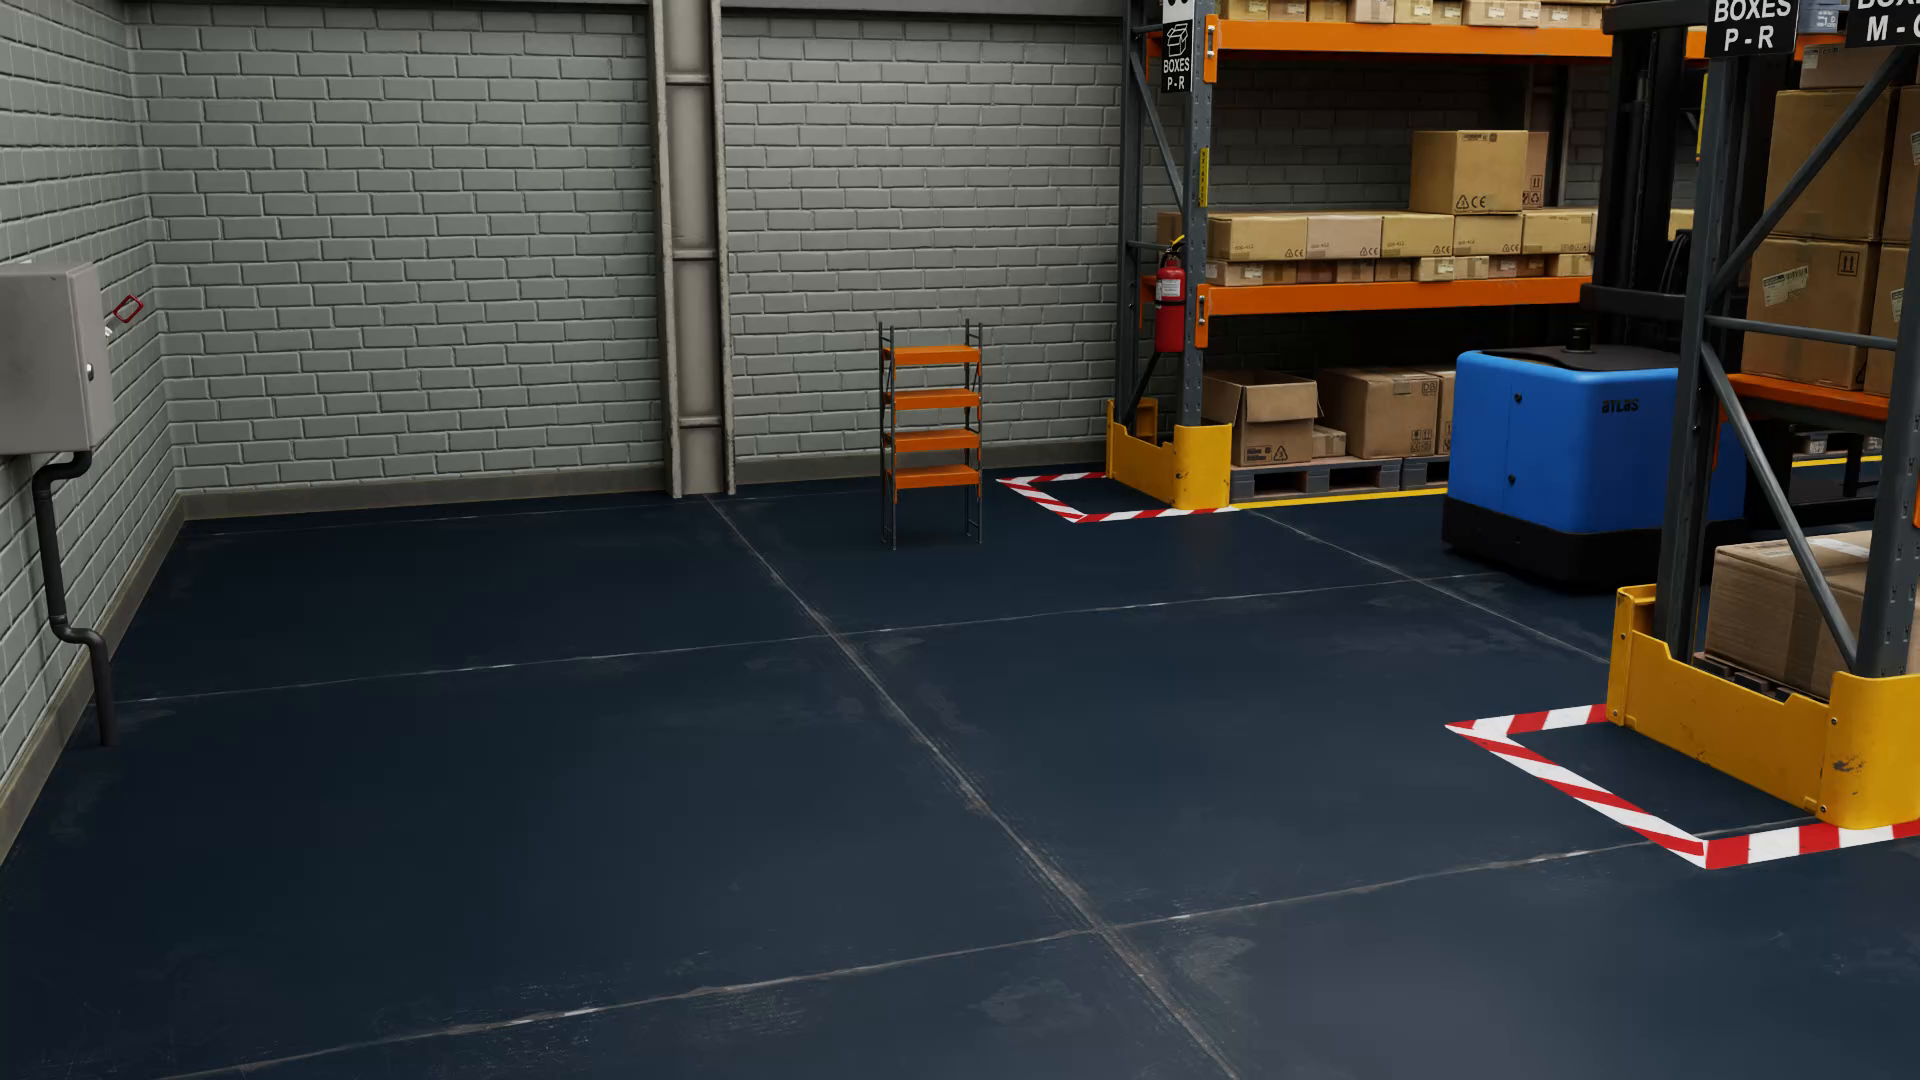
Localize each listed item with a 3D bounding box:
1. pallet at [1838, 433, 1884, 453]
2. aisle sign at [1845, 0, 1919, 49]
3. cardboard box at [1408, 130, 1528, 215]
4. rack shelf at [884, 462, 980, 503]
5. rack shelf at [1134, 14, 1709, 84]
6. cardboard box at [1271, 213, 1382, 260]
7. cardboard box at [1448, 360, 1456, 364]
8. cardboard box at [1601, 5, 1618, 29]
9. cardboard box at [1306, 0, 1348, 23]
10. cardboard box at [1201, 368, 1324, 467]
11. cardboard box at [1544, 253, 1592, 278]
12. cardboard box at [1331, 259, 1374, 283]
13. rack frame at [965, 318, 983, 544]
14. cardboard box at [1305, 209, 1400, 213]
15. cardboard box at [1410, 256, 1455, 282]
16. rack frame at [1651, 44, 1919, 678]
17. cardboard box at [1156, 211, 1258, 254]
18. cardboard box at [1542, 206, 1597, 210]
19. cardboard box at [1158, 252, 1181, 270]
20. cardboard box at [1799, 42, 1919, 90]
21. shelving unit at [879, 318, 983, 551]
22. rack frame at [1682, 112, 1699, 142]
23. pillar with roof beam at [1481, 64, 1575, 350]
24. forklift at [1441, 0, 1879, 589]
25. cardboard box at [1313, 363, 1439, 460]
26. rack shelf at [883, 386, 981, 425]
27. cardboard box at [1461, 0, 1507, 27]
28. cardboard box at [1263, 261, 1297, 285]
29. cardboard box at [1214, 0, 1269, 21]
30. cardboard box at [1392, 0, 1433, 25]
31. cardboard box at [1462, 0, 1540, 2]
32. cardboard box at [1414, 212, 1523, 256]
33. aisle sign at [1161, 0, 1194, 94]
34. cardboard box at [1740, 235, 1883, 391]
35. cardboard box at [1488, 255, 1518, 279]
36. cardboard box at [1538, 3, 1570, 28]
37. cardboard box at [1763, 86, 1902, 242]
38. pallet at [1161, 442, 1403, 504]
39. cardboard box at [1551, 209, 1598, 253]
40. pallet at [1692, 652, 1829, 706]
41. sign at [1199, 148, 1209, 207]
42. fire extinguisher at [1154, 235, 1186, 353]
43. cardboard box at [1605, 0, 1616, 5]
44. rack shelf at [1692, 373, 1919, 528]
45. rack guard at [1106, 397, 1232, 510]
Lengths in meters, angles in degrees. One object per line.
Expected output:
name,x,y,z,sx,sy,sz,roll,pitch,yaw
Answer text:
pallet,6.923,-0.864,12.318,1.213,0.211,1.003,-4,14,-18
aisle sign,2.826,-1.873,4.919,0.004,0.787,0.394,-4,14,-18
cardboard box,3.153,-2.288,10.339,0.500,0.500,0.500,-4,14,-17
rack shelf,-0.157,-0.313,9.014,0.480,0.148,0.258,-4,14,-18
rack shelf,3.111,-3.023,10.442,4.000,0.370,1.077,-4,14,-18
cardboard box,2.209,-1.849,10.117,0.500,0.250,0.500,-4,14,-17
cardboard box,3.631,-0.910,10.979,0.500,0.500,0.700,-5,14,-20
cardboard box,4.035,-3.254,10.404,0.250,0.149,0.380,-5,14,-18
cardboard box,2.080,-3.116,9.821,0.250,0.149,0.380,-4,14,-18
cardboard box,1.825,-0.780,10.428,0.637,0.503,0.797,-5,14,-20
cardboard box,3.816,-1.773,10.658,0.250,0.149,0.380,-5,14,-19
cardboard box,2.337,-1.669,10.220,0.250,0.149,0.380,-4,14,-16
rack frame,0.074,-0.590,9.028,0.015,1.200,0.240,-4,14,-18
cardboard box,2.526,-2.003,10.763,0.500,0.250,0.500,-4,14,-16
cardboard box,2.851,-1.692,10.317,0.250,0.149,0.380,-5,14,-20
rack frame,2.802,-0.678,5.509,0.127,3.000,1.000,-4,14,-18
cardboard box,1.566,-1.930,10.455,0.500,0.250,0.500,-4,14,-16
cardboard box,3.977,-2.117,11.242,0.500,0.250,0.500,-5,14,-19
cardboard box,1.443,-1.727,10.464,0.250,0.149,0.380,-5,14,-19
cardboard box,3.078,-1.599,5.603,0.250,0.149,0.380,-4,14,-17
shelving unit,-0.157,-0.571,8.953,0.503,1.200,0.258,-4,14,-18
rack frame,5.006,-2.061,11.326,0.127,3.000,1.000,-4,14,-18
pillar with roof beam,5.432,-4.182,7.277,0.400,9.000,9.100,-4,14,-18
forklift,4.130,-1.381,8.614,3.031,2.935,1.130,-5,14,-20
cardboard box,2.648,-0.833,10.657,0.500,0.500,0.700,-4,14,-16
rack shelf,-0.157,-0.724,8.916,0.480,0.148,0.258,-4,14,-18
cardboard box,3.075,-3.167,10.038,0.250,0.149,0.380,-4,14,-18
cardboard box,1.840,-1.637,10.085,0.250,0.149,0.380,-4,14,-17
cardboard box,1.591,-3.076,9.651,0.250,0.149,0.380,-4,14,-17
cardboard box,2.595,-3.133,9.891,0.250,0.149,0.380,-4,14,-18
cardboard box,3.170,-3.390,10.112,0.500,0.250,0.500,-5,14,-19
cardboard box,3.166,-1.930,10.455,0.500,0.250,0.500,-5,14,-20
aisle sign,1.244,-2.961,9.492,0.004,0.787,0.394,-4,14,-18
cardboard box,3.174,-0.820,5.891,0.500,0.500,0.500,-4,14,-18
cardboard box,3.316,-1.750,10.561,0.250,0.149,0.380,-4,14,-18
cardboard box,3.535,-3.221,10.264,0.250,0.149,0.380,-4,14,-17
cardboard box,3.183,-1.300,5.751,0.500,0.500,0.500,-4,14,-16
pallet,2.042,-0.474,10.679,1.213,0.211,1.003,-4,14,-18
cardboard box,4.131,-2.002,10.757,0.500,0.250,0.500,-4,14,-18
pallet,3.535,0.603,6.152,1.213,0.211,1.003,-4,14,-18
sign,1.388,-2.068,9.484,0.005,0.325,0.100,-4,14,-18
fire extinguisher,1.223,-1.435,9.665,0.183,0.674,0.296,-4,14,-18
cardboard box,4.139,-3.461,10.410,0.500,0.250,0.500,-5,14,-20
rack shelf,4.697,-0.475,6.213,4.000,0.370,1.077,-4,14,-18
rack guard,1.287,-0.555,10.398,0.348,0.500,1.175,-4,14,-18
